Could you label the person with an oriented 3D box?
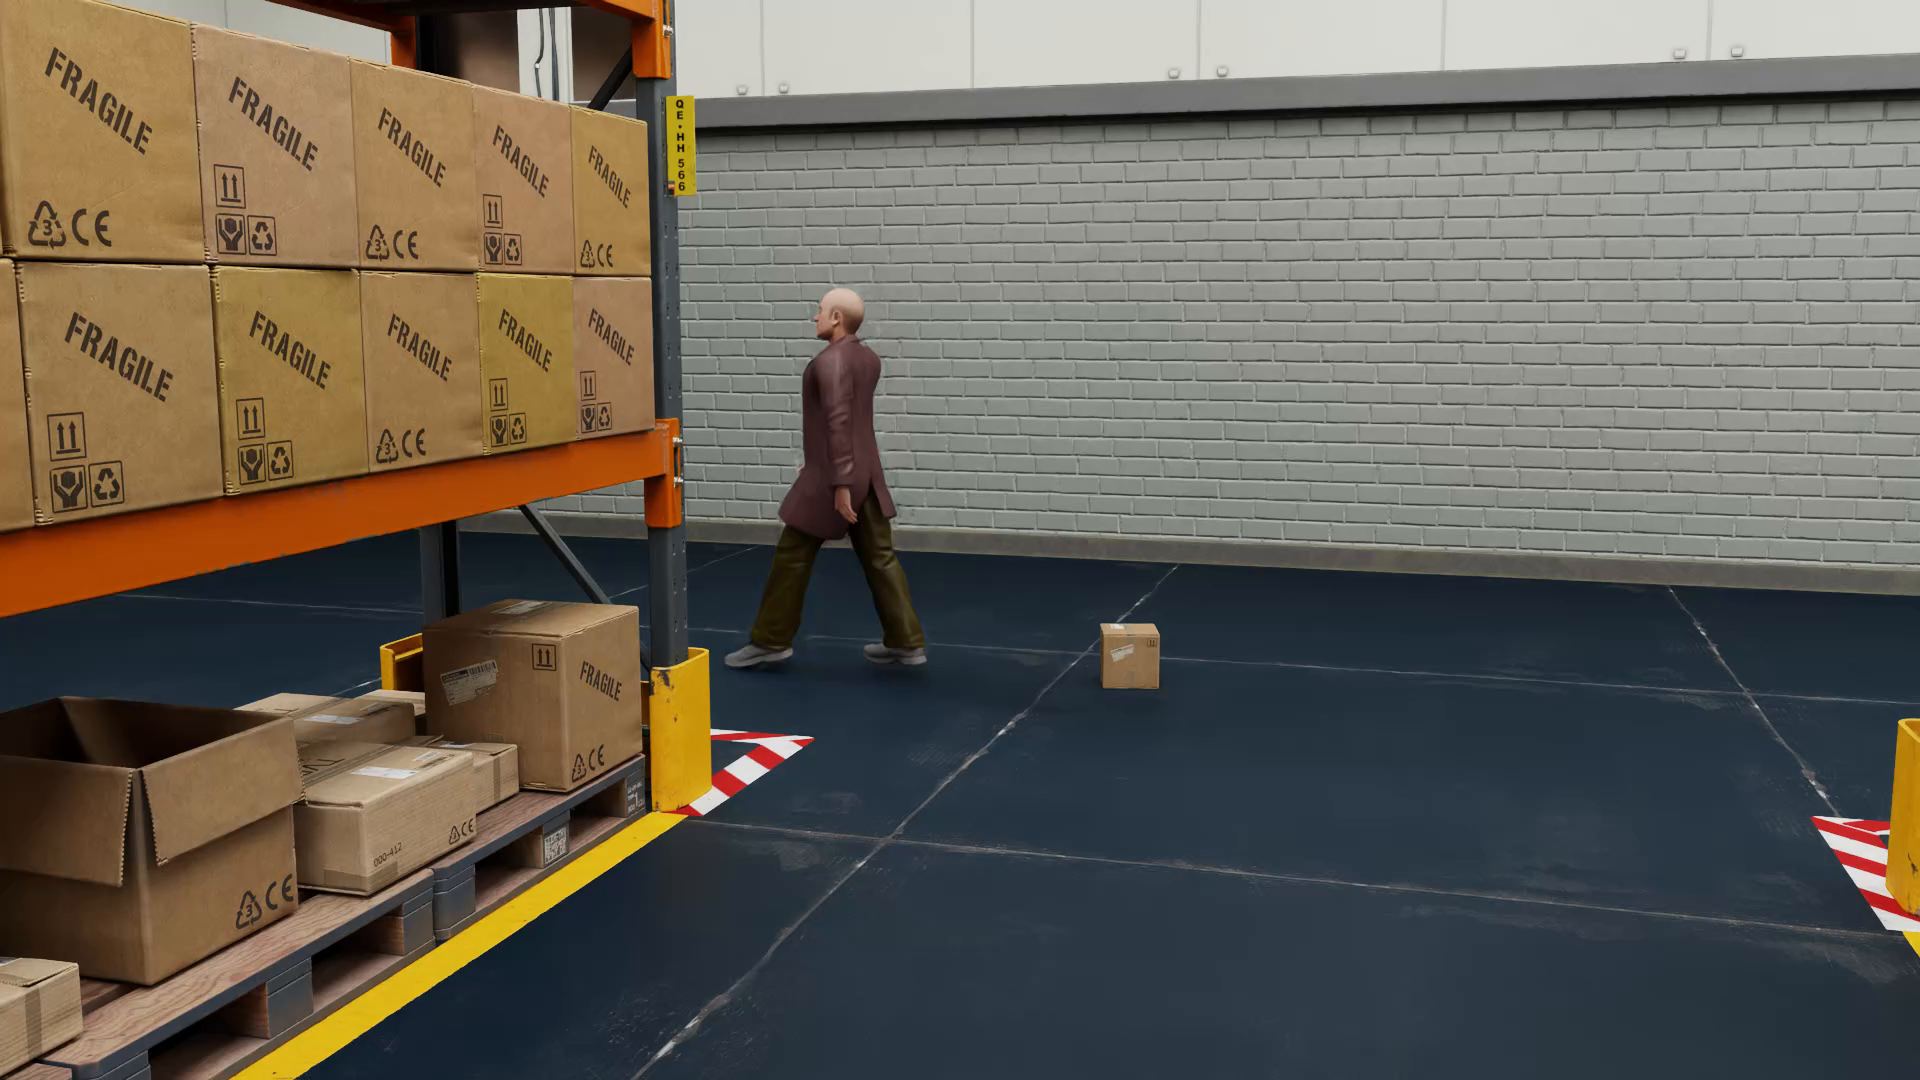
[{"bbox_3d":[-0.614,-0.271,7.698,0.979,1.769,0.573,4,9,27],"label":"person"}]
